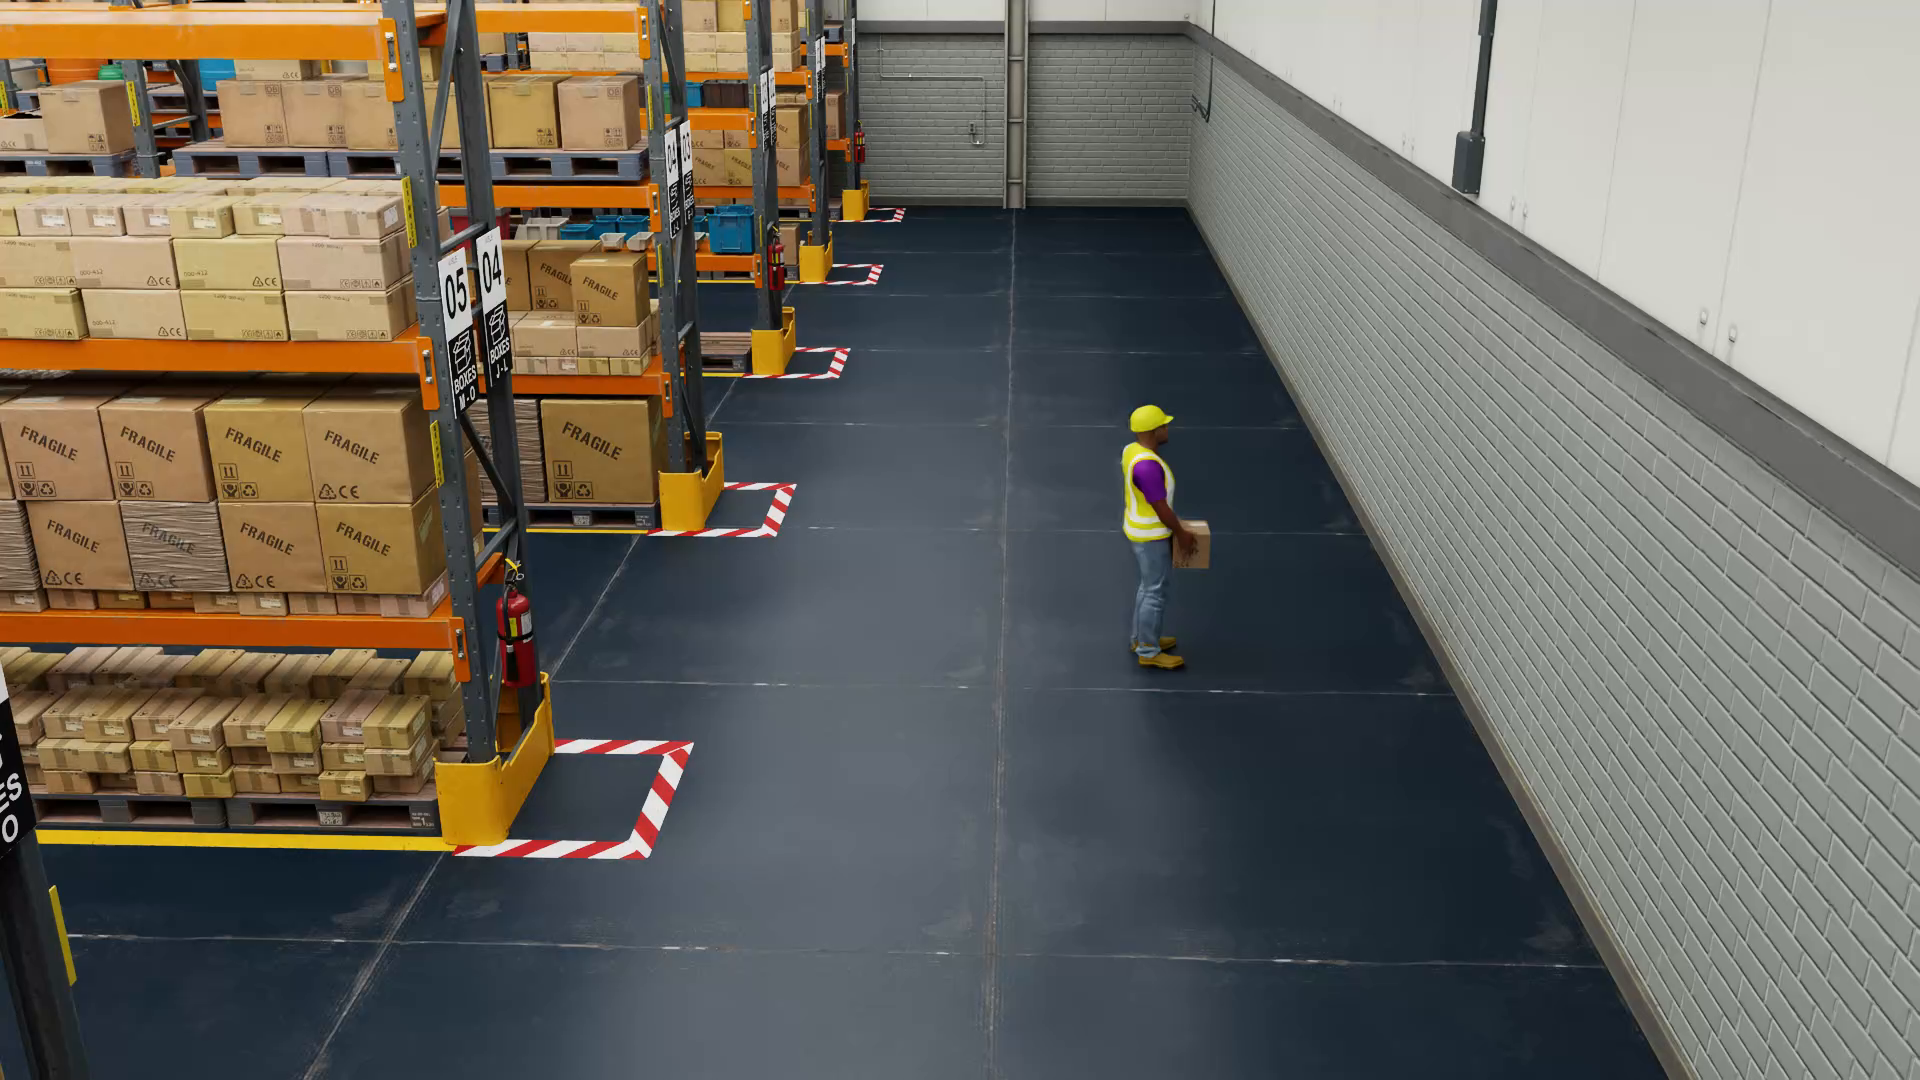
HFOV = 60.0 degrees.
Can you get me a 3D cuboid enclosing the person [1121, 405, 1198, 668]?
[{"bbox_3d":[1.325,-0.048,11.166,0.481,1.771,0.581,-1,21,-3],"label":"person"}]
